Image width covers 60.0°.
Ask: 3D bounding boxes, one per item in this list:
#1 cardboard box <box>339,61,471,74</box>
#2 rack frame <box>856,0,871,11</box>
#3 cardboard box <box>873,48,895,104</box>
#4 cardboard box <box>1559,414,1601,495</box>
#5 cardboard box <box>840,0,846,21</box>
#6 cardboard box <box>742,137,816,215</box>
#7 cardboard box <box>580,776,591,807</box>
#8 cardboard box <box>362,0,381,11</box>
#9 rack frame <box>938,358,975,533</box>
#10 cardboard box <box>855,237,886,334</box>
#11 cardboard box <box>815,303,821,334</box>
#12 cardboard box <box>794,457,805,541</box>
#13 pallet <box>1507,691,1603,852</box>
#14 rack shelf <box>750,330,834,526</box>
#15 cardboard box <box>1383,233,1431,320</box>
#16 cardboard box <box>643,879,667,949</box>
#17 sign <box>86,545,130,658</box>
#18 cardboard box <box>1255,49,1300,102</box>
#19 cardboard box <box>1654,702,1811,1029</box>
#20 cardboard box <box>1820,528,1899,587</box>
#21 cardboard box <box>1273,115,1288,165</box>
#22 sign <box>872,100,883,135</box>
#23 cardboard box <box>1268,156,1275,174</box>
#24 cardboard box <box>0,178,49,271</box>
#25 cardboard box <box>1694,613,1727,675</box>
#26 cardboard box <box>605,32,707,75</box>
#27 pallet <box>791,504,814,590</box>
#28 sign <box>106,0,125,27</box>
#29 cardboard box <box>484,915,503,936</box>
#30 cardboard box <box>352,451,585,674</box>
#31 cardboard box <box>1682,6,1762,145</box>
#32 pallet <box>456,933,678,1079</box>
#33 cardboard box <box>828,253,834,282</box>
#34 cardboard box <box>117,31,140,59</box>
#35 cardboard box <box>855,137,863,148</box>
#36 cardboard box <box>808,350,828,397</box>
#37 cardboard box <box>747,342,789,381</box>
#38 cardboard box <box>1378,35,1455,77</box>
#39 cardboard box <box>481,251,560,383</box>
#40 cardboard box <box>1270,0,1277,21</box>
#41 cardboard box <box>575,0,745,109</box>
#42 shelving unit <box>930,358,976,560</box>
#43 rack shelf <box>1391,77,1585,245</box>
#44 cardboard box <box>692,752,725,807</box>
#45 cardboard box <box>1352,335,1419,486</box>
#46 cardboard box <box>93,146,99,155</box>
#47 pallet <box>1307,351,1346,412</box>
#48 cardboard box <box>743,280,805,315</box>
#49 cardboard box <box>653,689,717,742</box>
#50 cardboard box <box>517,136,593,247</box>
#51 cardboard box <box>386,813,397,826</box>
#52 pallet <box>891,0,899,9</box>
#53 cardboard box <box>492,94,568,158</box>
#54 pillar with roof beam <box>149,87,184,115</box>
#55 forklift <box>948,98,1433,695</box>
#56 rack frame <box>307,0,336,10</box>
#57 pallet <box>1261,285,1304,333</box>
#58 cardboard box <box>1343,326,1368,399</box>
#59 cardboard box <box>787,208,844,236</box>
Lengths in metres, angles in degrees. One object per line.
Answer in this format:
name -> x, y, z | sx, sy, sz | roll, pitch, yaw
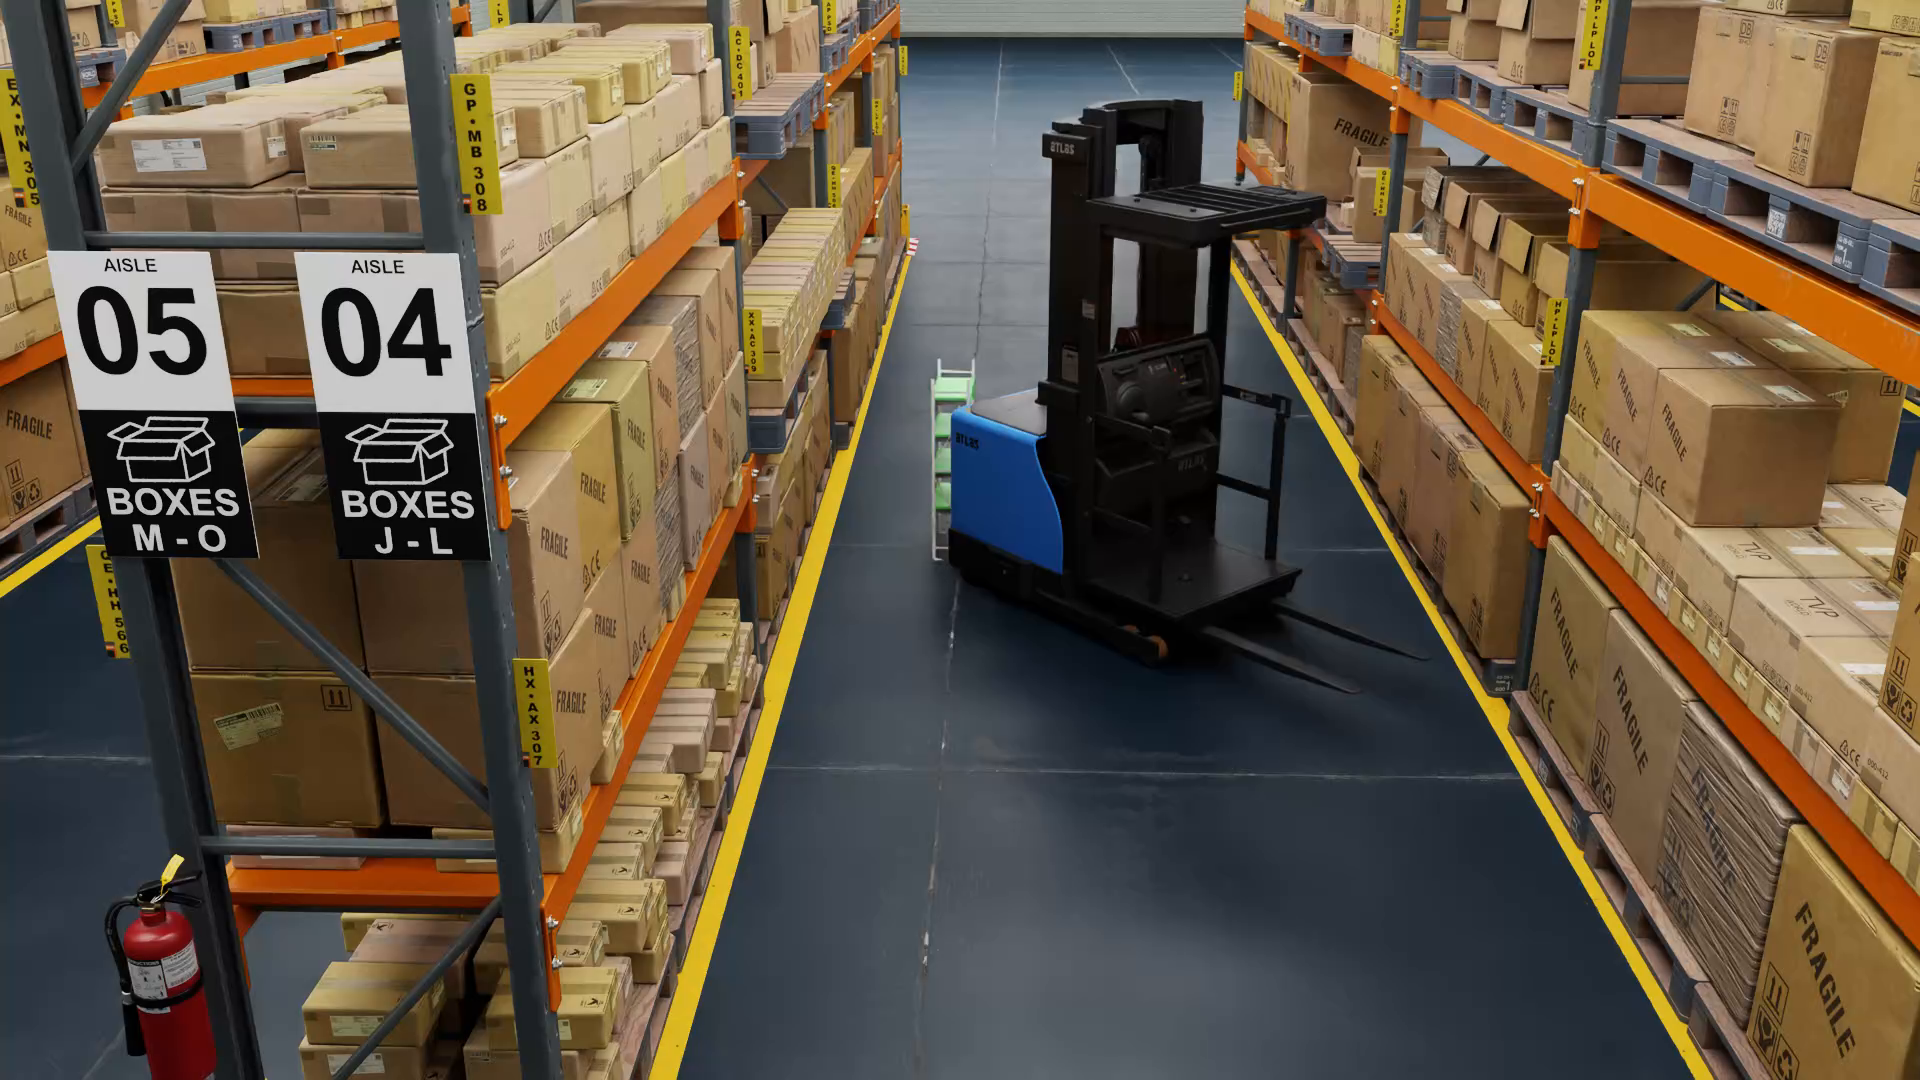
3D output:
cardboard box -> -1.903, -1.561, 5.722 | 0.380, 0.149, 0.250 | 0, 21, 0
rack frame -> -1.323, -6.269, 14.746 | 1.000, 3.000, 0.127 | 1, 21, 2
cardboard box -> -1.176, -5.158, 18.476 | 0.875, 0.550, 0.550 | 1, 21, 2
cardboard box -> 3.112, -0.390, 7.685 | 0.500, 0.250, 0.500 | 0, 21, 1
cardboard box -> -1.172, -4.251, 13.097 | 0.500, 0.311, 0.500 | 0, 21, 1
cardboard box -> -1.421, -2.701, 12.323 | 0.700, 0.500, 0.500 | 1, 21, 1
cardboard box -> -1.384, 0.778, 5.226 | 0.380, 0.149, 0.250 | 1, 21, 4
cardboard box -> -5.981, -5.300, 16.191 | 0.500, 0.250, 0.500 | 0, 21, 1
rack frame -> -0.024, -0.607, 10.936 | 0.240, 1.200, 0.015 | 1, 21, 4
cardboard box -> -1.252, -2.394, 15.581 | 1.050, 0.750, 0.750 | 1, 21, 1
cardboard box -> -1.050, -1.359, 10.152 | 0.380, 0.149, 0.250 | 0, 21, -1
cardboard box -> -1.262, -0.255, 10.415 | 0.500, 0.500, 0.500 | 1, 21, 3
pallet -> 3.287, 1.085, 7.940 | 1.003, 0.211, 1.213 | 1, 21, 2
rack shelf -> -1.506, -0.968, 10.370 | 1.077, 0.370, 4.000 | 1, 21, 2
cardboard box -> 3.223, -1.809, 11.406 | 0.500, 0.500, 0.500 | 1, 21, 3
cardboard box -> -1.316, 1.395, 6.236 | 0.380, 0.149, 0.250 | 1, 21, 3
sign -> -2.242, 0.166, 4.417 | 0.100, 0.325, 0.005 | 1, 21, 2
cardboard box -> 3.428, -4.922, 17.635 | 0.500, 0.500, 0.500 | 1, 21, 2
cardboard box -> 3.233, 1.191, 6.169 | 0.875, 0.875, 0.875 | 1, 21, 2
cardboard box -> 3.589, 0.160, 6.266 | 0.500, 0.250, 0.500 | 0, 21, 1
cardboard box -> 3.672, -4.091, 16.876 | 0.875, 0.500, 0.500 | 1, 21, 2
sign -> -0.781, -3.973, 15.630 | 0.100, 0.325, 0.005 | 1, 21, 2
cardboard box -> 3.404, -3.887, 17.248 | 0.380, 0.149, 0.250 | 1, 21, 2
cardboard box -> -6.179, -2.002, 10.521 | 0.500, 0.500, 0.500 | 1, 21, 2
cardboard box -> 2.995, 0.390, 6.225 | 0.380, 0.149, 0.250 | 1, 21, 3
cardboard box -> -1.266, -2.027, 6.924 | 0.380, 0.149, 0.250 | 1, 21, 2
pallet -> -1.510, -0.004, 10.746 | 1.003, 0.211, 1.213 | 1, 21, 2
sign -> -5.841, -3.711, 11.476 | 0.100, 0.325, 0.005 | 1, 21, 2
cardboard box -> -1.832, 1.383, 6.267 | 0.380, 0.149, 0.250 | 0, 21, 1
cardboard box -> -1.409, 0.056, 4.807 | 0.500, 0.500, 0.500 | 1, 21, 1
cardboard box -> 3.424, -1.892, 6.756 | 0.700, 0.500, 0.500 | -1, 21, -2
pallet -> -1.626, 1.846, 5.980 | 1.003, 0.211, 1.213 | 1, 21, 2
cardboard box -> -1.025, -1.778, 10.819 | 0.380, 0.149, 0.250 | 1, 21, 2
cardboard box -> -6.209, -3.584, 12.158 | 0.396, 0.266, 0.258 | 1, 21, 2
cardboard box -> -1.324, -3.676, 16.148 | 0.875, 0.550, 0.550 | 1, 21, 2
cardboard box -> -1.204, -1.156, 11.700 | 0.500, 0.250, 0.500 | 0, 21, 0
cardboard box -> -1.095, -0.935, 8.646 | 0.380, 0.149, 0.250 | 1, 21, 2
cardboard box -> 3.279, -3.438, 11.804 | 0.500, 0.250, 0.500 | 1, 21, 2
cardboard box -> -1.419, -0.622, 4.545 | 0.500, 0.250, 0.500 | 1, 21, 4
cardboard box -> 3.441, -5.431, 16.939 | 0.500, 0.250, 0.500 | 1, 21, 3
cardboard box -> -1.445, -2.356, 8.090 | 0.700, 0.500, 0.500 | 1, 21, 2
shelving unit -> -0.040, -0.519, 10.709 | 0.258, 1.200, 0.503 | 1, 21, 4
rack shelf -> 3.449, -2.275, 9.593 | 1.077, 0.370, 4.000 | 1, 21, 2
cardboard box -> -1.269, 1.073, 7.477 | 0.380, 0.149, 0.250 | 1, 21, 2
cardboard box -> 3.468, -0.891, 11.535 | 1.225, 0.875, 0.875 | 0, 21, -1
cardboard box -> -6.655, -2.780, 12.916 | 0.500, 0.500, 0.500 | 0, 21, 1
pallet -> 3.575, -1.357, 14.236 | 1.003, 0.211, 1.213 | 1, 21, 2
cardboard box -> -1.072, -1.357, 9.324 | 0.380, 0.149, 0.250 | 0, 21, 1
cardboard box -> -1.288, 0.782, 7.404 | 0.380, 0.149, 0.250 | 0, 21, -1
cardboard box -> -1.400, -1.040, 4.931 | 0.500, 0.250, 0.500 | 0, 21, 1
cardboard box -> -1.916, 0.773, 5.237 | 0.380, 0.149, 0.250 | 1, 21, 2
pallet -> -1.214, -6.007, 18.341 | 1.003, 0.211, 1.213 | 1, 21, 2
cardboard box -> -1.344, -1.185, 4.754 | 0.380, 0.149, 0.250 | 1, 21, 2
pillar with roof beam -> -7.551, -9.667, 23.503 | 9.100, 9.000, 0.400 | 1, 21, 2
forklift -> 1.269, -0.875, 9.232 | 1.130, 2.935, 3.031 | -17, 27, -37
rack frame -> -6.274, -6.287, 14.792 | 1.000, 3.000, 0.127 | 1, 21, 2
pallet -> 3.616, -2.324, 16.728 | 1.003, 0.211, 1.213 | 1, 21, 2
cardboard box -> 3.514, -1.418, 13.384 | 0.700, 0.500, 0.500 | -1, 21, -3
cardboard box -> -1.002, -2.200, 11.496 | 0.380, 0.149, 0.250 | 0, 21, 0
